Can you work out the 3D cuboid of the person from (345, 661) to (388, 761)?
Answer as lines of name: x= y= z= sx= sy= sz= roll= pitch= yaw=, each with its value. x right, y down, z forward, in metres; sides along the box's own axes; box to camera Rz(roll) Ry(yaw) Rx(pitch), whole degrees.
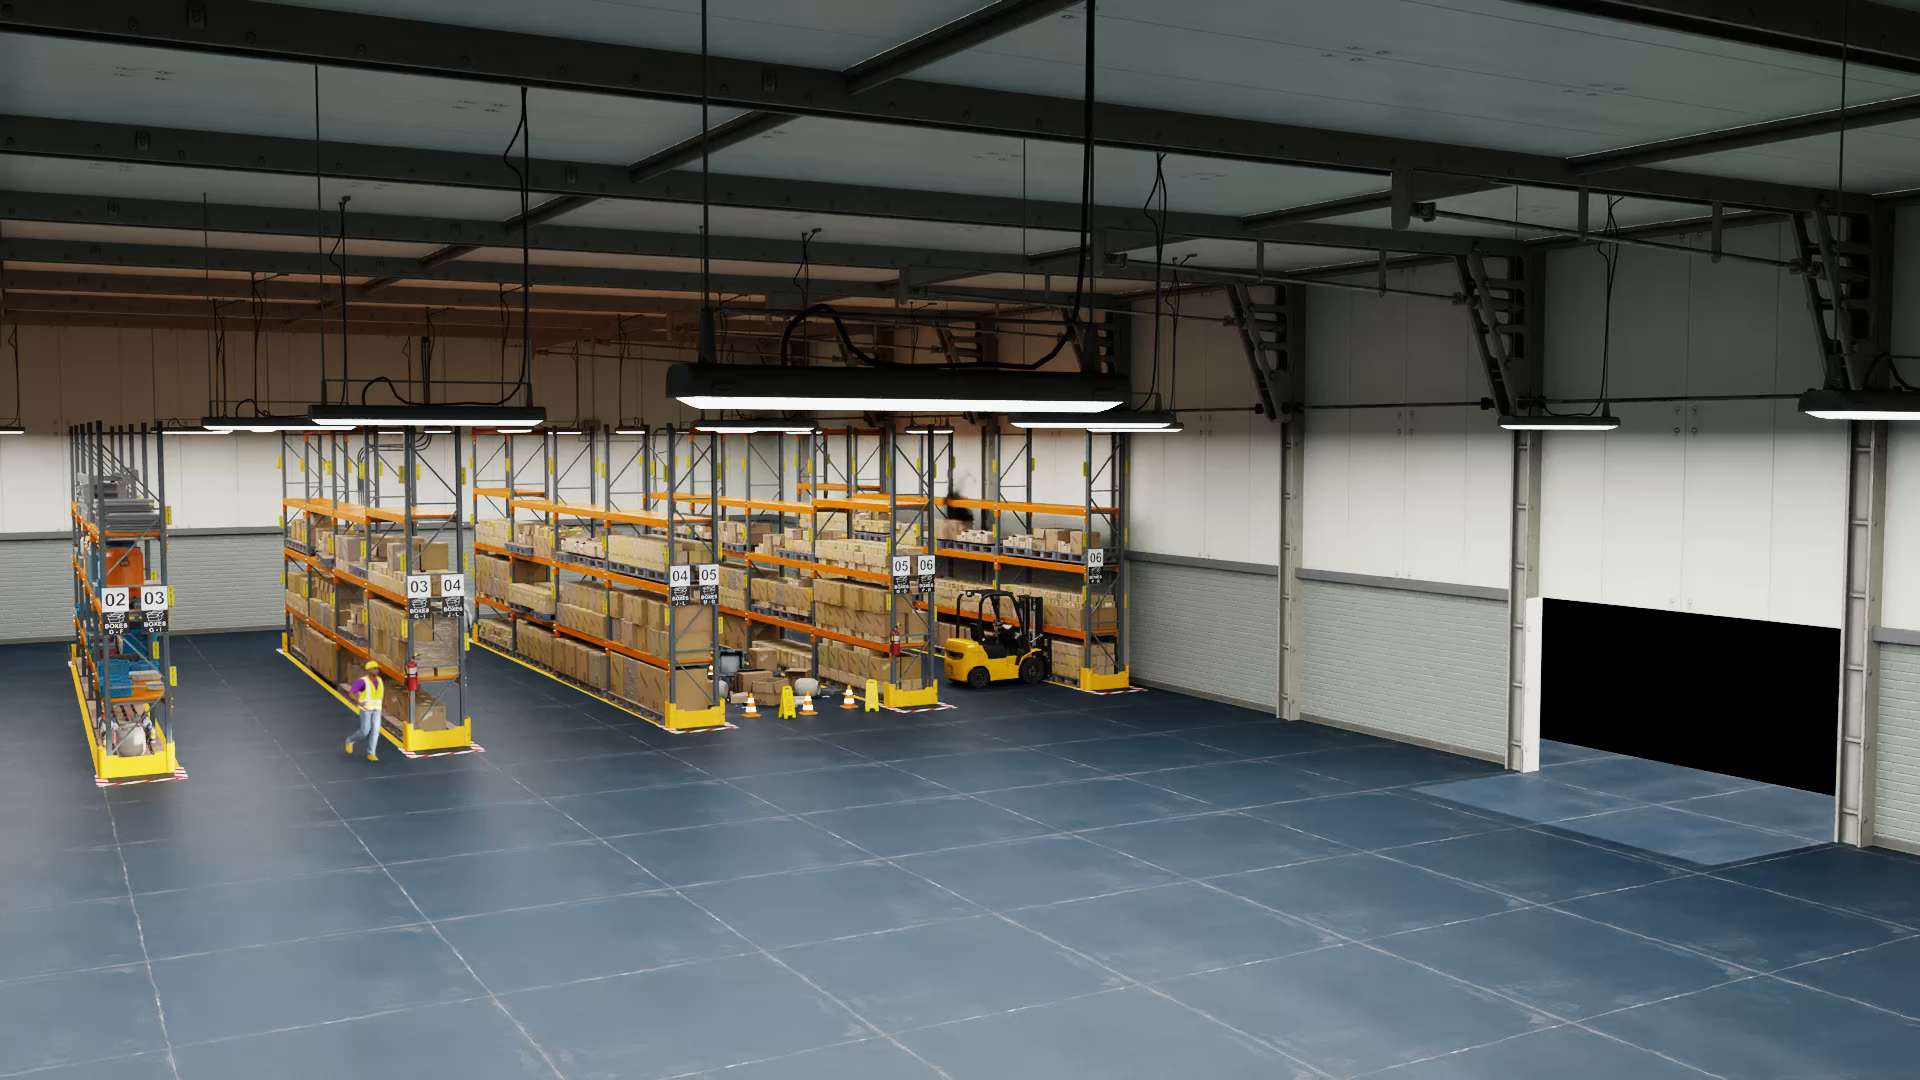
person: x=-10.494 y=3.032 z=29.669 sx=0.812 sy=1.711 sz=0.763 roll=3 pitch=4 yaw=36

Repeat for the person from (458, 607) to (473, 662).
person: x=-12.778 y=2.269 z=42.646 sx=0.632 sy=1.656 sz=0.778 roll=-2 pitch=4 yaw=-28
